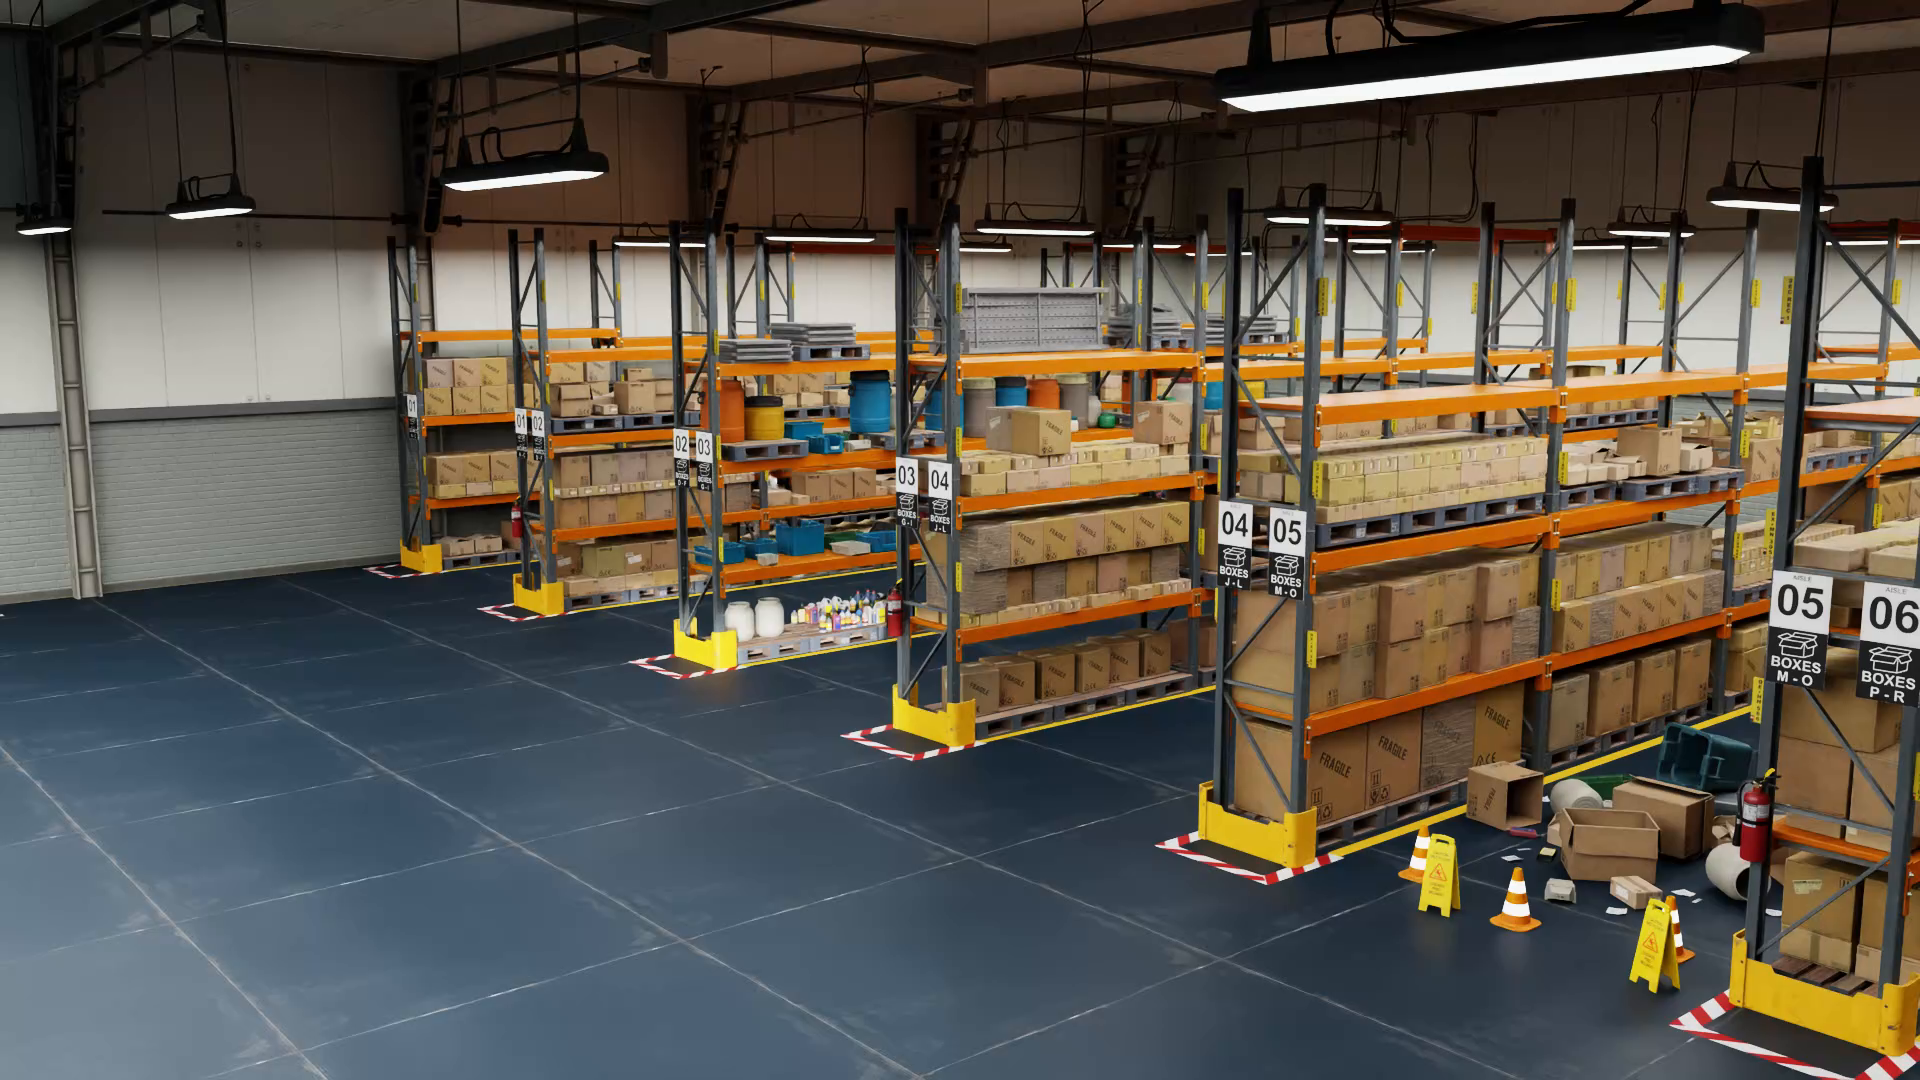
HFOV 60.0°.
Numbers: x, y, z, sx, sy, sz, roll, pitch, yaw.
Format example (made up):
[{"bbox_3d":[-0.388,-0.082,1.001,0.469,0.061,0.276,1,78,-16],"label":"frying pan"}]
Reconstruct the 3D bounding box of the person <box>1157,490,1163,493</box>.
[{"bbox_3d":[4.940,-1.932,40.428,0.510,1.771,0.785,-7,11,-39],"label":"person"}]

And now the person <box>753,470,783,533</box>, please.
[{"bbox_3d":[-3.845,-0.723,32.927,0.558,1.614,0.998,7,11,37],"label":"person"}]
